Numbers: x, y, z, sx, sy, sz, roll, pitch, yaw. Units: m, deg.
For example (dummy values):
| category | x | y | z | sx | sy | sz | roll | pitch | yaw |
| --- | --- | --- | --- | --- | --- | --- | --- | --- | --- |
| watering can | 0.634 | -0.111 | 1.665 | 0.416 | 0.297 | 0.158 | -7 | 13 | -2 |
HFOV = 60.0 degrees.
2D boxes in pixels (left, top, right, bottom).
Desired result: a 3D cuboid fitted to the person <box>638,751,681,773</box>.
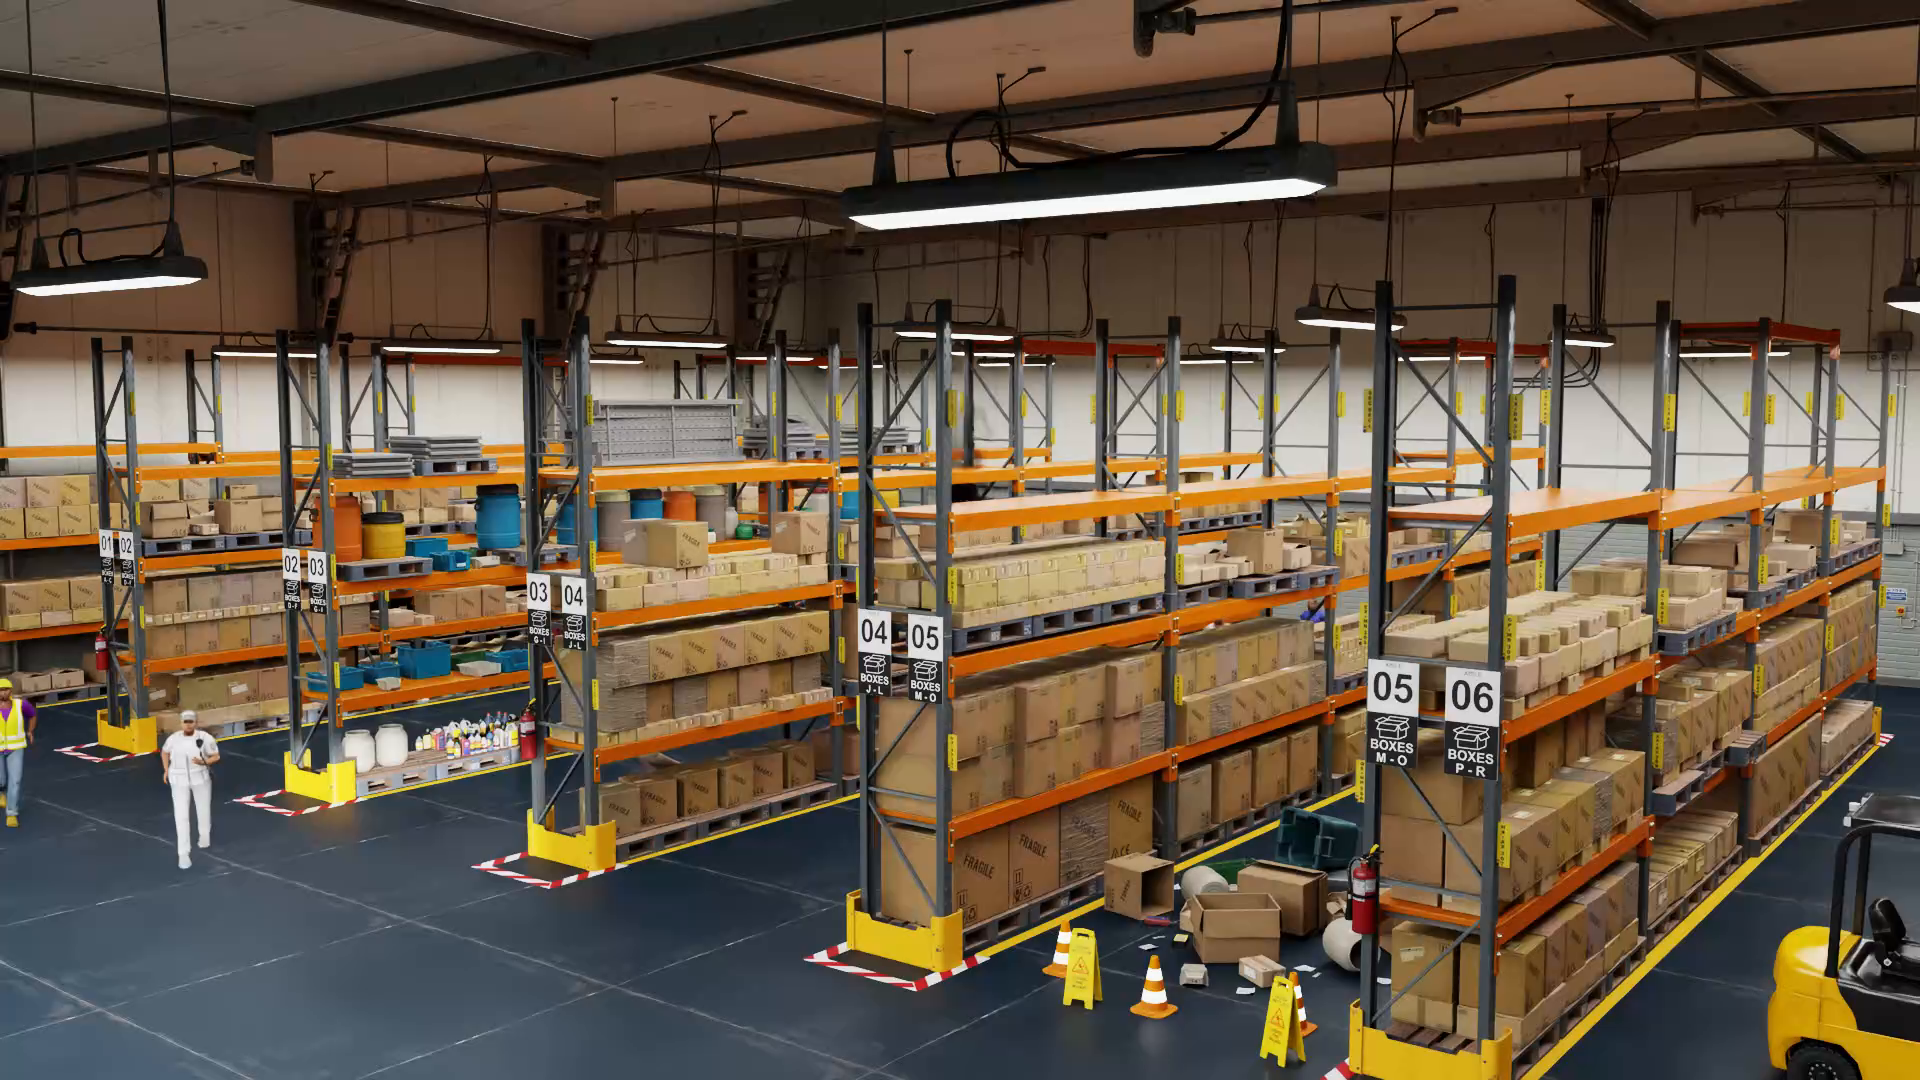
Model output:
| category | x | y | z | sx | sy | sz | roll | pitch | yaw |
| --- | --- | --- | --- | --- | --- | --- | --- | --- | --- |
| person | -3.964 | 2.447 | 21.661 | 0.698 | 1.686 | 0.620 | 4 | 6 | 40 |

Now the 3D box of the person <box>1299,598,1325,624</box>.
| category | x | y | z | sx | sy | sz | roll | pitch | yaw |
| --- | --- | --- | --- | --- | --- | --- | --- | --- | --- |
| person | 6.207 | 1.825 | 29.291 | 0.593 | 1.595 | 0.569 | 2 | 5 | 21 |

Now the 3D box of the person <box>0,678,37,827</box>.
| category | x | y | z | sx | sy | sz | roll | pitch | yaw |
| --- | --- | --- | --- | --- | --- | --- | --- | --- | --- |
| person | -11.556 | 2.542 | 20.154 | 0.702 | 1.756 | 0.894 | -3 | 6 | -32 |

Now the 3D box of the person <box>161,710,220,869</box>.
| category | x | y | z | sx | sy | sz | roll | pitch | yaw |
| --- | --- | --- | --- | --- | --- | --- | --- | --- | --- |
| person | -8.538 | 2.711 | 18.471 | 0.603 | 1.662 | 0.939 | -2 | 5 | -23 |

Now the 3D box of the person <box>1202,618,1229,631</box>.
| category | x | y | z | sx | sy | sz | roll | pitch | yaw |
| --- | --- | --- | --- | --- | --- | --- | --- | --- | --- |
| person | 4.073 | 1.954 | 26.301 | 0.644 | 1.806 | 0.915 | 3 | 6 | 31 |
